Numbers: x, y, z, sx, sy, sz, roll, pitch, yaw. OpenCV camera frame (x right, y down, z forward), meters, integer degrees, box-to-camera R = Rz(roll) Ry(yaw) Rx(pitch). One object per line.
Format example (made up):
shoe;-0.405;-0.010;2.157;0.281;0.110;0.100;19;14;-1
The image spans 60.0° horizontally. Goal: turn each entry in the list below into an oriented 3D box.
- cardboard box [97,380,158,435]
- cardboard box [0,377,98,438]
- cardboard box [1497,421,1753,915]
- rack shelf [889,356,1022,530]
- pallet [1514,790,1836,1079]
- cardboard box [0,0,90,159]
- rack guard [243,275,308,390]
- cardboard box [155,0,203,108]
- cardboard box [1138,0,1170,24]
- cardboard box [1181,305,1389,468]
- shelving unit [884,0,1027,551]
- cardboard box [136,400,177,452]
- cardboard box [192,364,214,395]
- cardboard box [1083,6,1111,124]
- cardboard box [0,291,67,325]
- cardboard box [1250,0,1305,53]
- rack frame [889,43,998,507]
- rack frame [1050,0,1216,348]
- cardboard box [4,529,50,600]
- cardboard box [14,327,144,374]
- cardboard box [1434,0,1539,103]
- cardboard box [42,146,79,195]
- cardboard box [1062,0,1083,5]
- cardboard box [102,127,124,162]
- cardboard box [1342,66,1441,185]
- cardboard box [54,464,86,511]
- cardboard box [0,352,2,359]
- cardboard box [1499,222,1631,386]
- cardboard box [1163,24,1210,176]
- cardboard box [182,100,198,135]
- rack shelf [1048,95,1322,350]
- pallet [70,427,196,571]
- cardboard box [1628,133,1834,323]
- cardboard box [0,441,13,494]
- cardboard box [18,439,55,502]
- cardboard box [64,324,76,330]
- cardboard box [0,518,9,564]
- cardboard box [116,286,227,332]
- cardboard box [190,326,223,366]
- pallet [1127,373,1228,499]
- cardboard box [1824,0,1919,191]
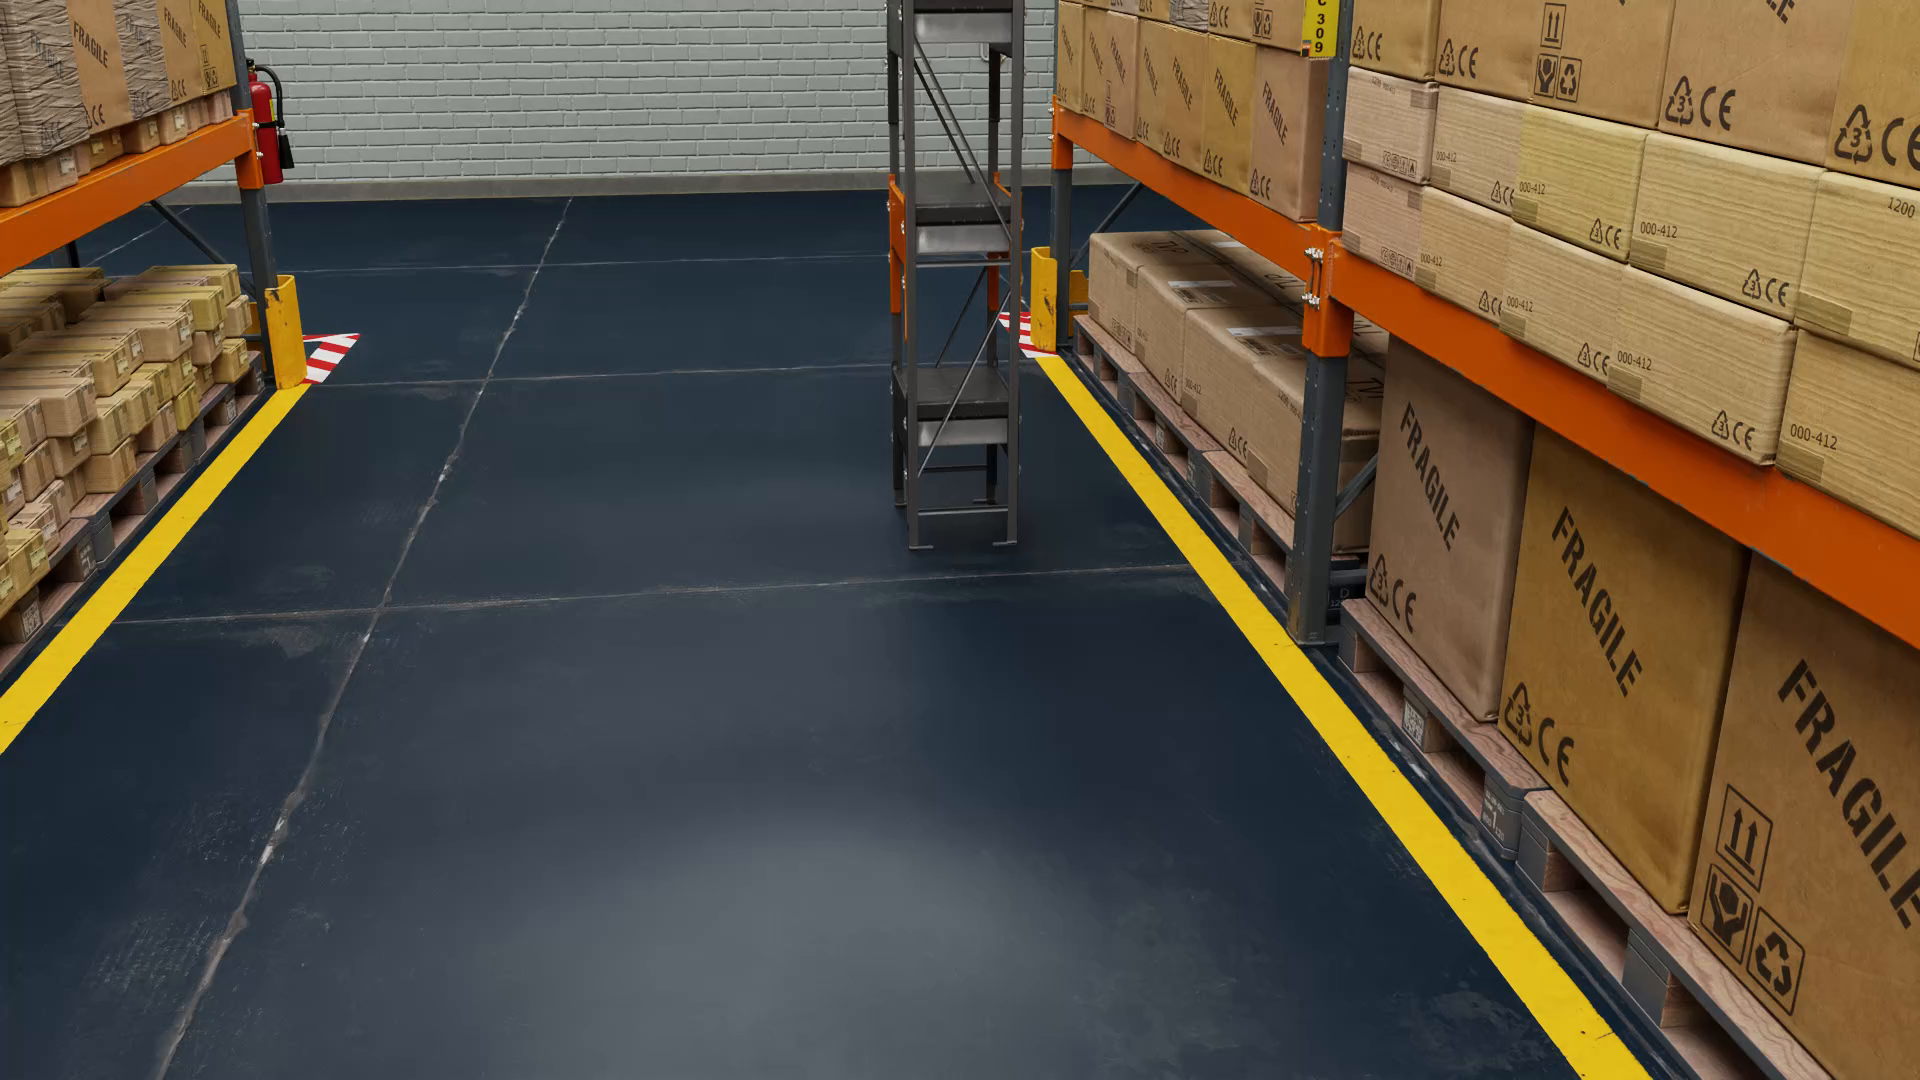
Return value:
cardboard box;-3.290;-0.497;6.309;0.380;0.149;0.250;-3;21;-7
cardboard box;-3.248;-0.457;5.776;0.380;0.149;0.250;-2;21;-7
cardboard box;1.869;0.215;3.790;0.875;0.875;0.875;-2;21;-6
rack shelf;-0.024;-0.372;6.252;0.431;0.518;0.480;-3;21;-8
pallet;1.927;0.886;3.542;1.003;0.211;1.213;-3;21;-8
cardboard box;-3.259;-1.540;5.483;0.500;0.500;0.500;-3;21;-9
rack guard;-3.887;-1.010;8.205;1.175;0.500;0.348;-3;21;-8
cardboard box;-3.509;-2.072;6.909;0.500;0.500;0.500;-3;21;-9
cardboard box;1.009;-2.297;6.508;0.500;0.500;0.500;-3;21;-8
cardboard box;1.448;-0.636;6.694;0.875;0.438;0.875;-4;21;-9
shelving unit;-0.024;-1.041;6.002;0.431;2.100;0.503;-3;21;-8
cardboard box;-3.359;-0.451;6.611;0.380;0.149;0.250;-3;21;-7
cardboard box;-3.526;-0.717;7.323;0.380;0.149;0.250;-3;21;-8
cardboard box;0.871;-2.184;7.634;0.500;0.500;0.500;-3;21;-9
cardboard box;-4.090;-0.965;7.138;0.380;0.149;0.250;-3;21;-8
cardboard box;1.221;-1.771;5.100;0.500;0.500;0.500;-3;21;-8
rack frame;-0.059;-1.125;6.228;0.400;2.100;0.015;-3;21;-8
rack frame;0.986;-2.492;8.600;1.000;3.000;0.127;-3;21;-8
cardboard box;-3.094;0.082;5.183;0.380;0.149;0.250;-2;21;-6
cardboard box;-3.432;-0.723;6.490;0.380;0.149;0.250;-4;21;-10
cardboard box;1.442;-1.280;3.785;0.500;0.500;0.500;-3;21;-8
cardboard box;-3.276;-1.273;5.695;0.380;0.149;0.250;-2;21;-5
cardboard box;0.773;-2.826;7.925;0.500;0.500;0.500;-3;21;-9
cardboard box;-3.473;-1.540;6.412;0.380;0.149;0.250;-4;21;-10
cardboard box;1.347;-1.104;4.385;0.500;0.250;0.500;-4;21;-9
cardboard box;-3.341;-0.178;5.880;0.380;0.149;0.250;-4;21;-10
cardboard box;-3.949;-0.694;6.411;0.380;0.149;0.250;-3;21;-7
cardboard box;1.499;-0.514;3.518;0.500;0.250;0.500;-3;21;-8
cardboard box;1.076;-1.653;6.211;0.500;0.500;0.500;-3;21;-9
cardboard box;-3.521;-1.817;7.152;0.380;0.149;0.250;-3;21;-8
rack shelf;1.274;-1.462;6.872;1.077;0.370;4.000;-3;21;-8
pallet;-3.632;-0.170;6.369;1.003;0.211;1.213;-3;21;-8
cardboard box;1.571;-0.574;2.966;0.500;0.250;0.500;-4;21;-9
cardboard box;-3.147;-0.190;5.062;0.380;0.149;0.250;-2;21;-5
cardboard box;-3.289;-0.224;5.577;0.380;0.149;0.250;-4;21;-11
cardboard box;-3.970;-0.835;7.215;0.380;0.149;0.250;-3;21;-7
cardboard box;-3.057;0.036;4.883;0.380;0.149;0.250;-2;21;-5
cardboard box;-3.428;-1.003;7.239;0.380;0.149;0.250;-3;21;-9
cardboard box;-3.463;-0.859;7.279;0.380;0.149;0.250;-4;21;-10
pallet;1.351;-0.491;7.229;1.003;0.211;1.213;-3;21;-8
cardboard box;1.659;-0.752;2.372;0.500;0.500;0.500;-3;21;-8
